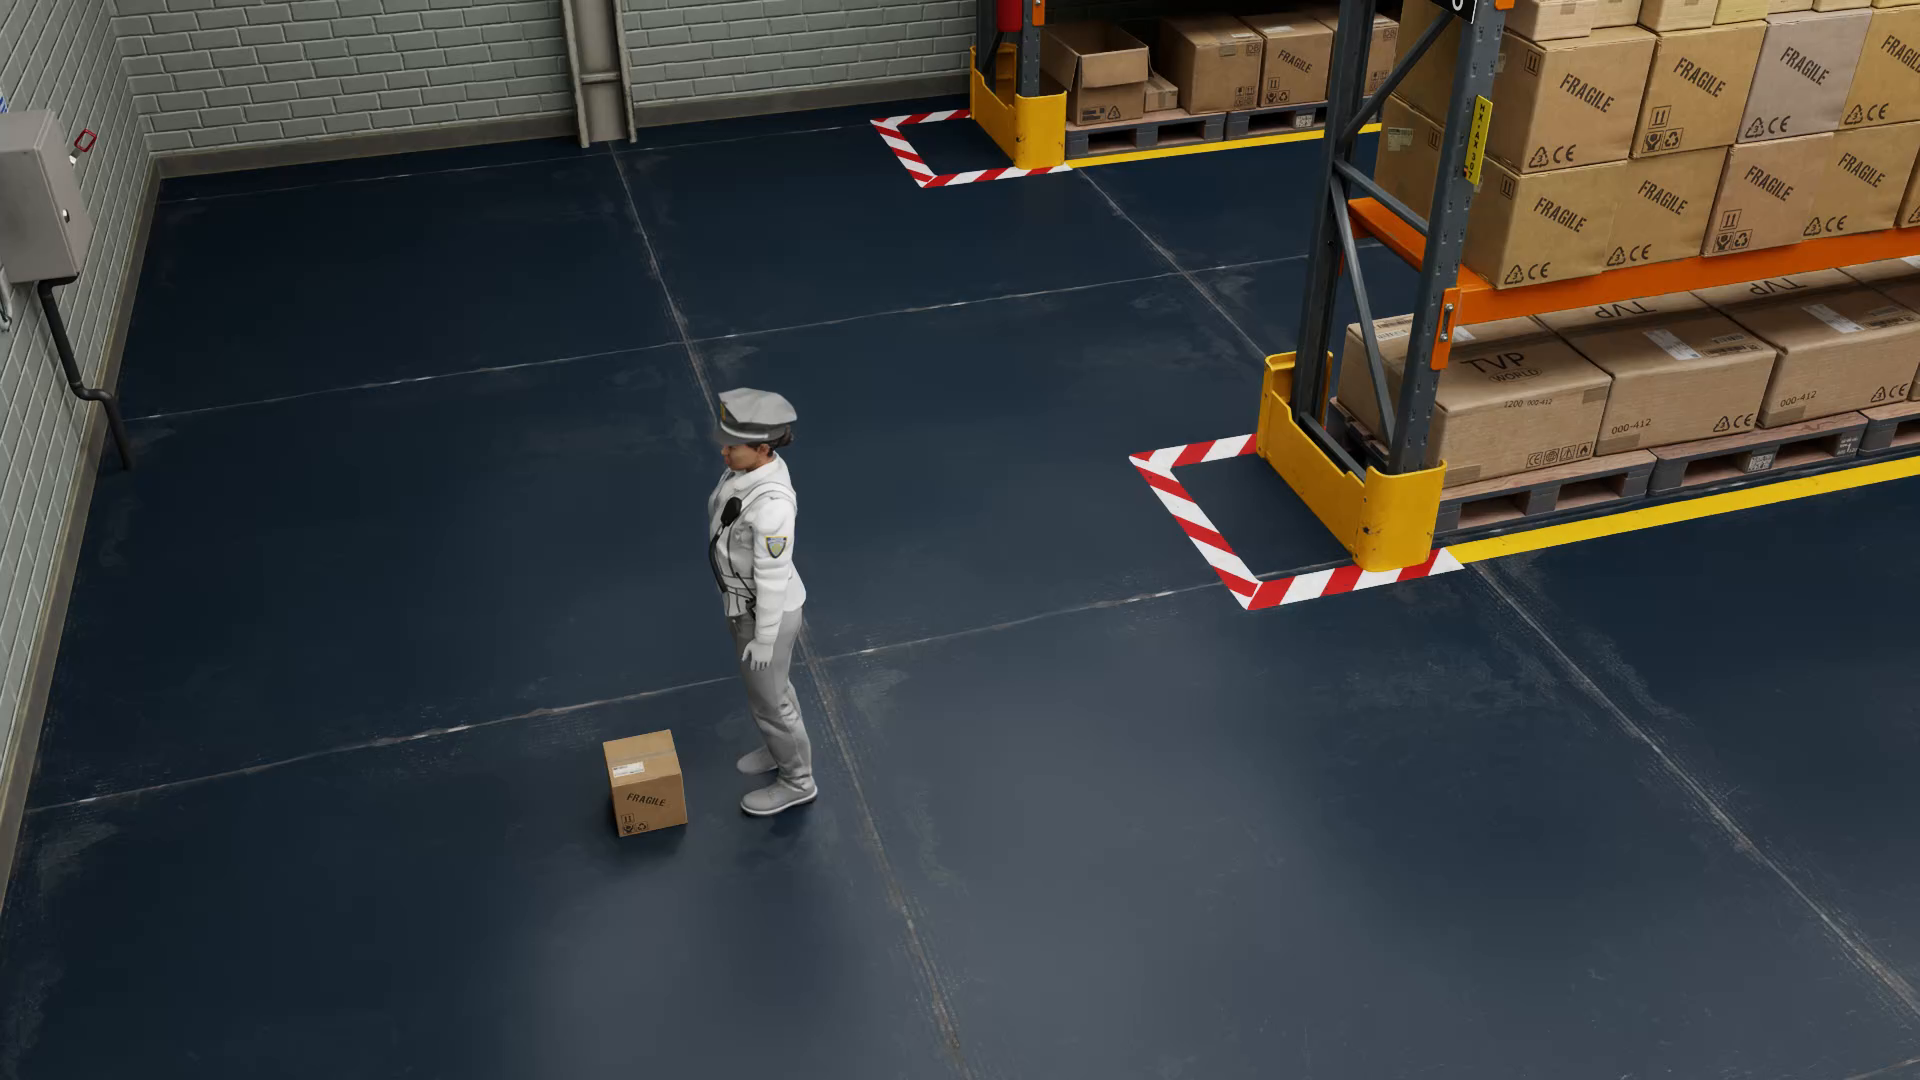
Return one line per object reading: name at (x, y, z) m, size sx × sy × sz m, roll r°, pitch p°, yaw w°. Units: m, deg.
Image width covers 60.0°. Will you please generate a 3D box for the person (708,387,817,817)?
person at (-0.698, 0.242, 5.792) m, size 0.337 × 1.692 × 0.466 m, roll -9°, pitch 35°, yaw -13°
